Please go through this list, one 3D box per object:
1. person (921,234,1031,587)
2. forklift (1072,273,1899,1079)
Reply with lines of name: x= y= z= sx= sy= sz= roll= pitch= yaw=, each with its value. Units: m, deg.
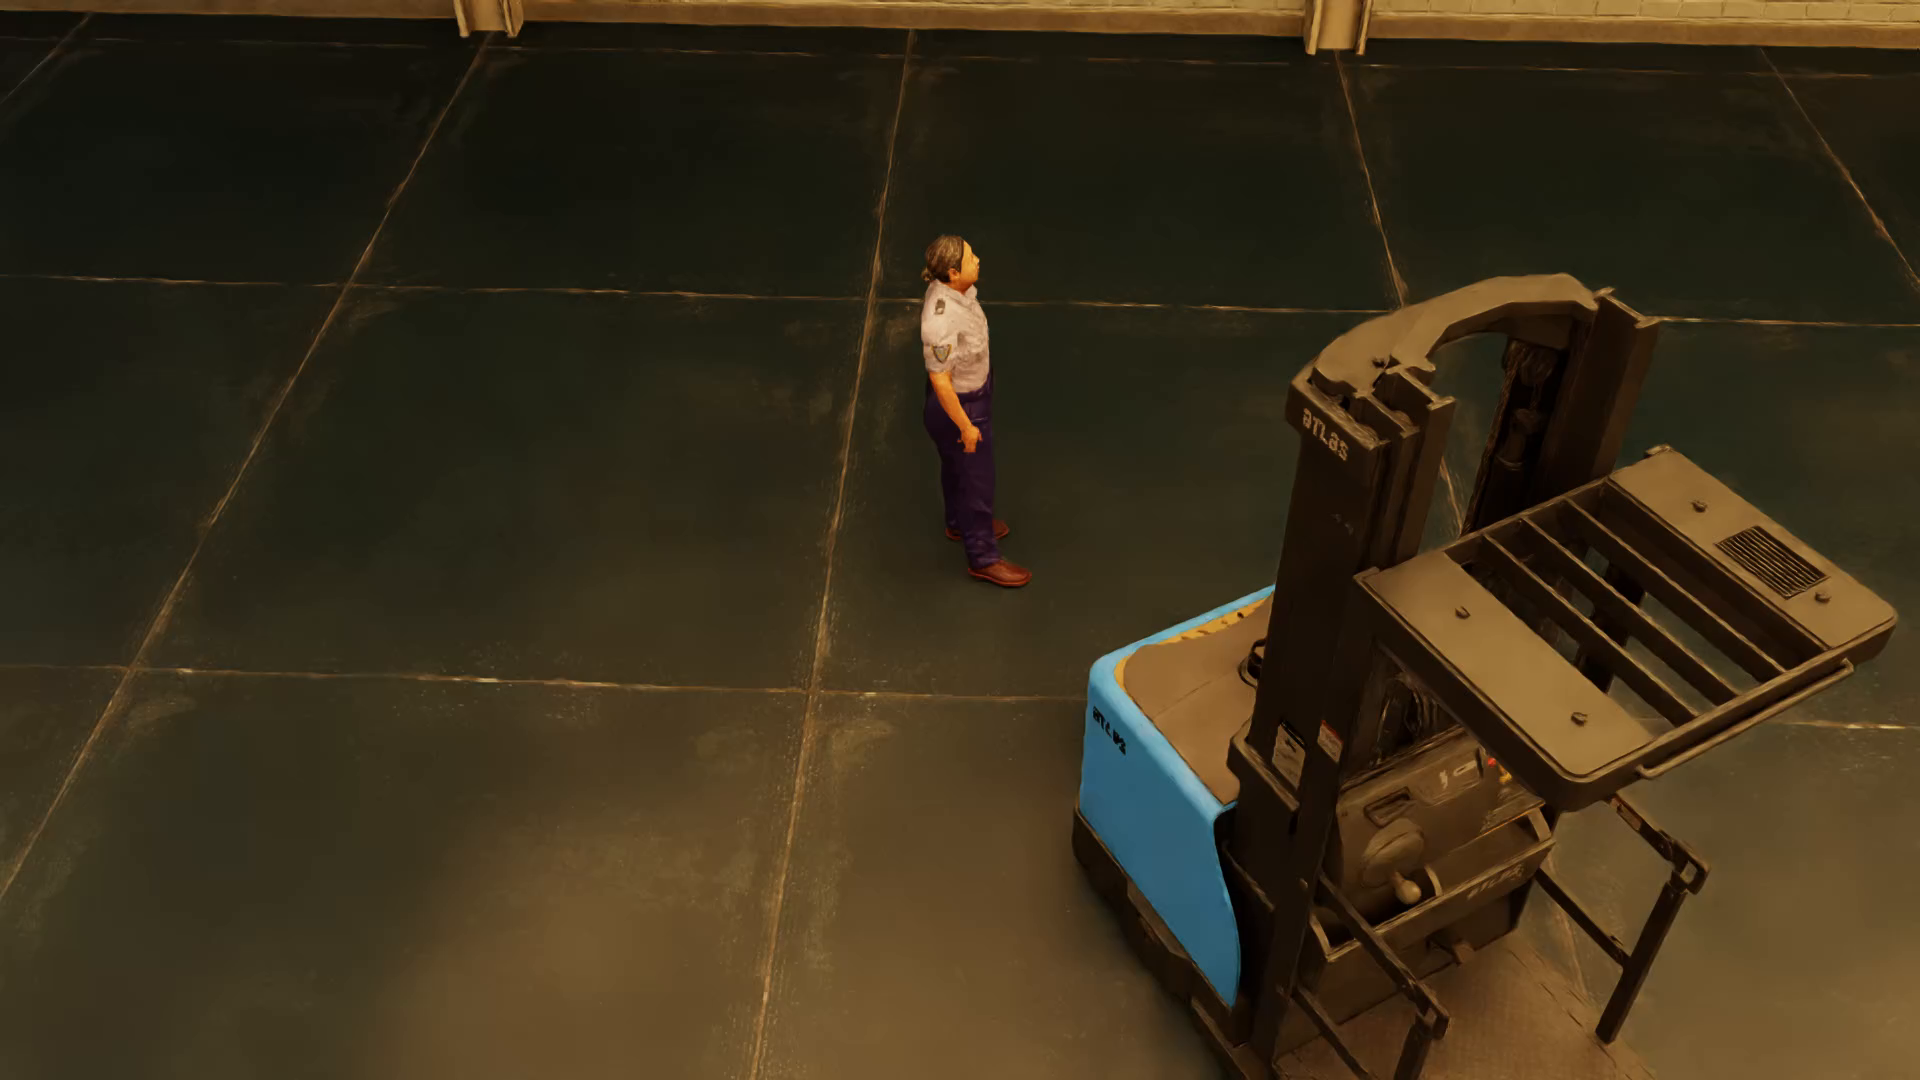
person: x=0.090 y=-0.591 z=7.340 sx=0.501 sy=1.637 sz=0.599 roll=2 pitch=42 yaw=2
forklift: x=1.595 y=0.850 z=4.811 sx=1.130 sy=2.935 sz=3.031 roll=-21 pitch=46 yaw=-21
